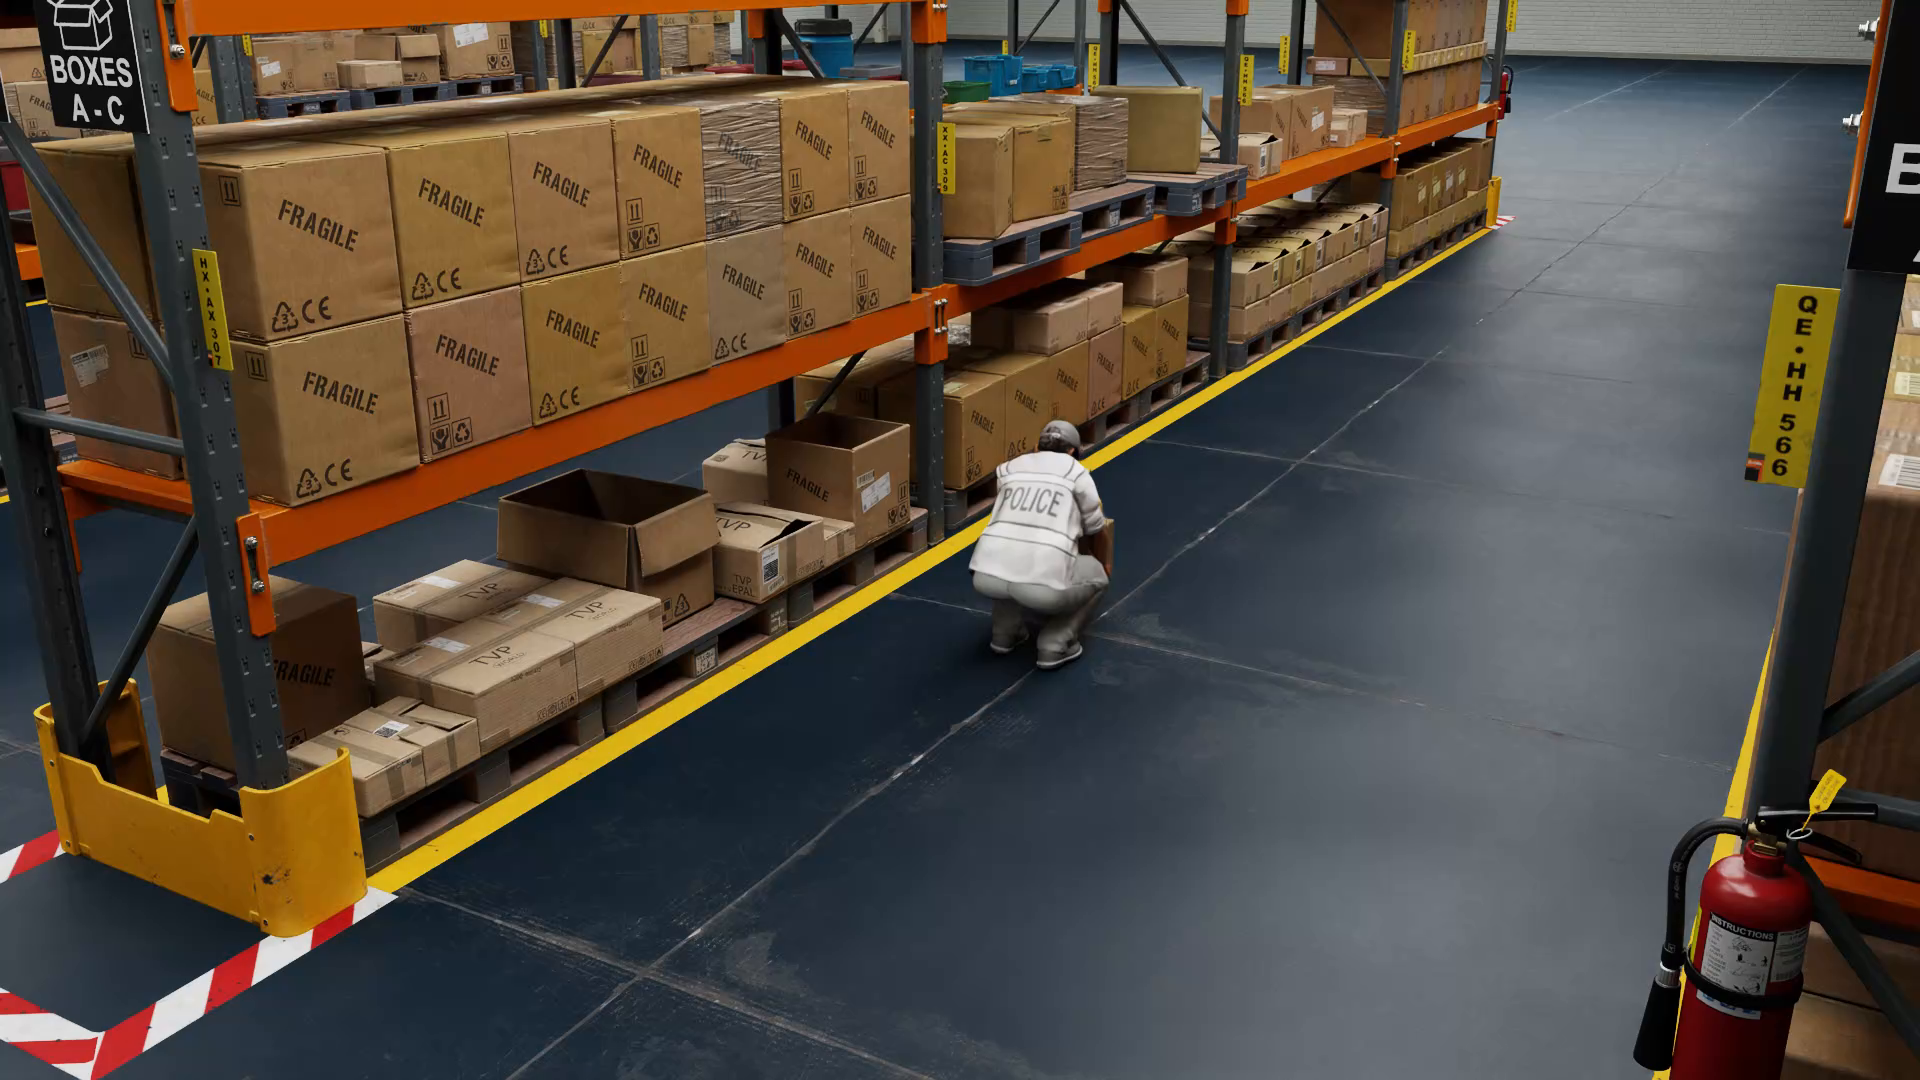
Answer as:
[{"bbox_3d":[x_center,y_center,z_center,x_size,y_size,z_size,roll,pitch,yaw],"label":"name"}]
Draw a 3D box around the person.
[{"bbox_3d":[0.364,0.013,7.124,0.505,0.951,0.867,10,22,26],"label":"person"}]
